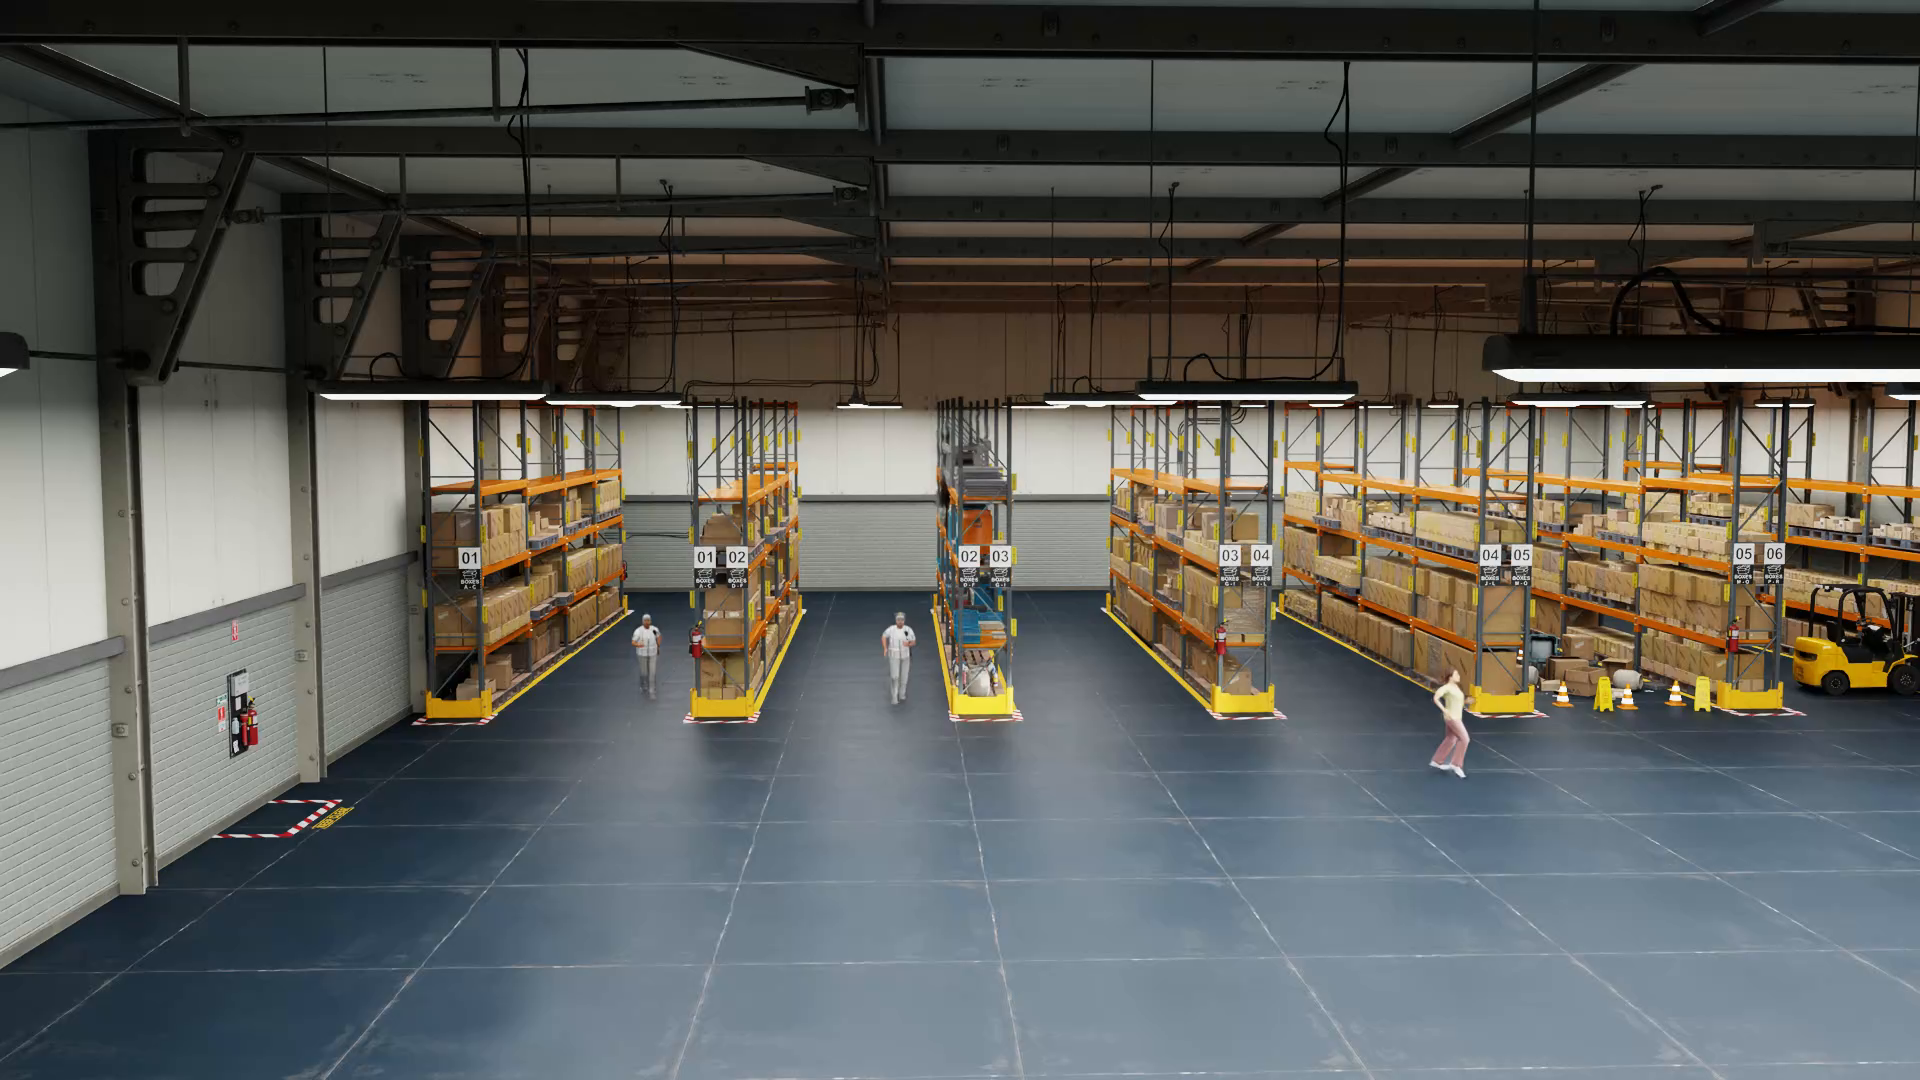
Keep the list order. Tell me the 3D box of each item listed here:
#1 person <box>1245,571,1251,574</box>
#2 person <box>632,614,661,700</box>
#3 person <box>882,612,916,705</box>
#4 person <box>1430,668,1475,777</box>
[{"bbox_3d":[8.043,1.236,46.922,0.689,1.810,0.782,0,4,4],"label":"person"},{"bbox_3d":[-6.247,2.315,33.219,0.606,1.666,0.924,-1,5,-17],"label":"person"},{"bbox_3d":[-1.185,2.331,32.640,0.631,1.844,0.768,-1,4,-10],"label":"person"},{"bbox_3d":[7.766,2.869,26.240,0.670,1.706,0.558,2,5,28],"label":"person"}]
